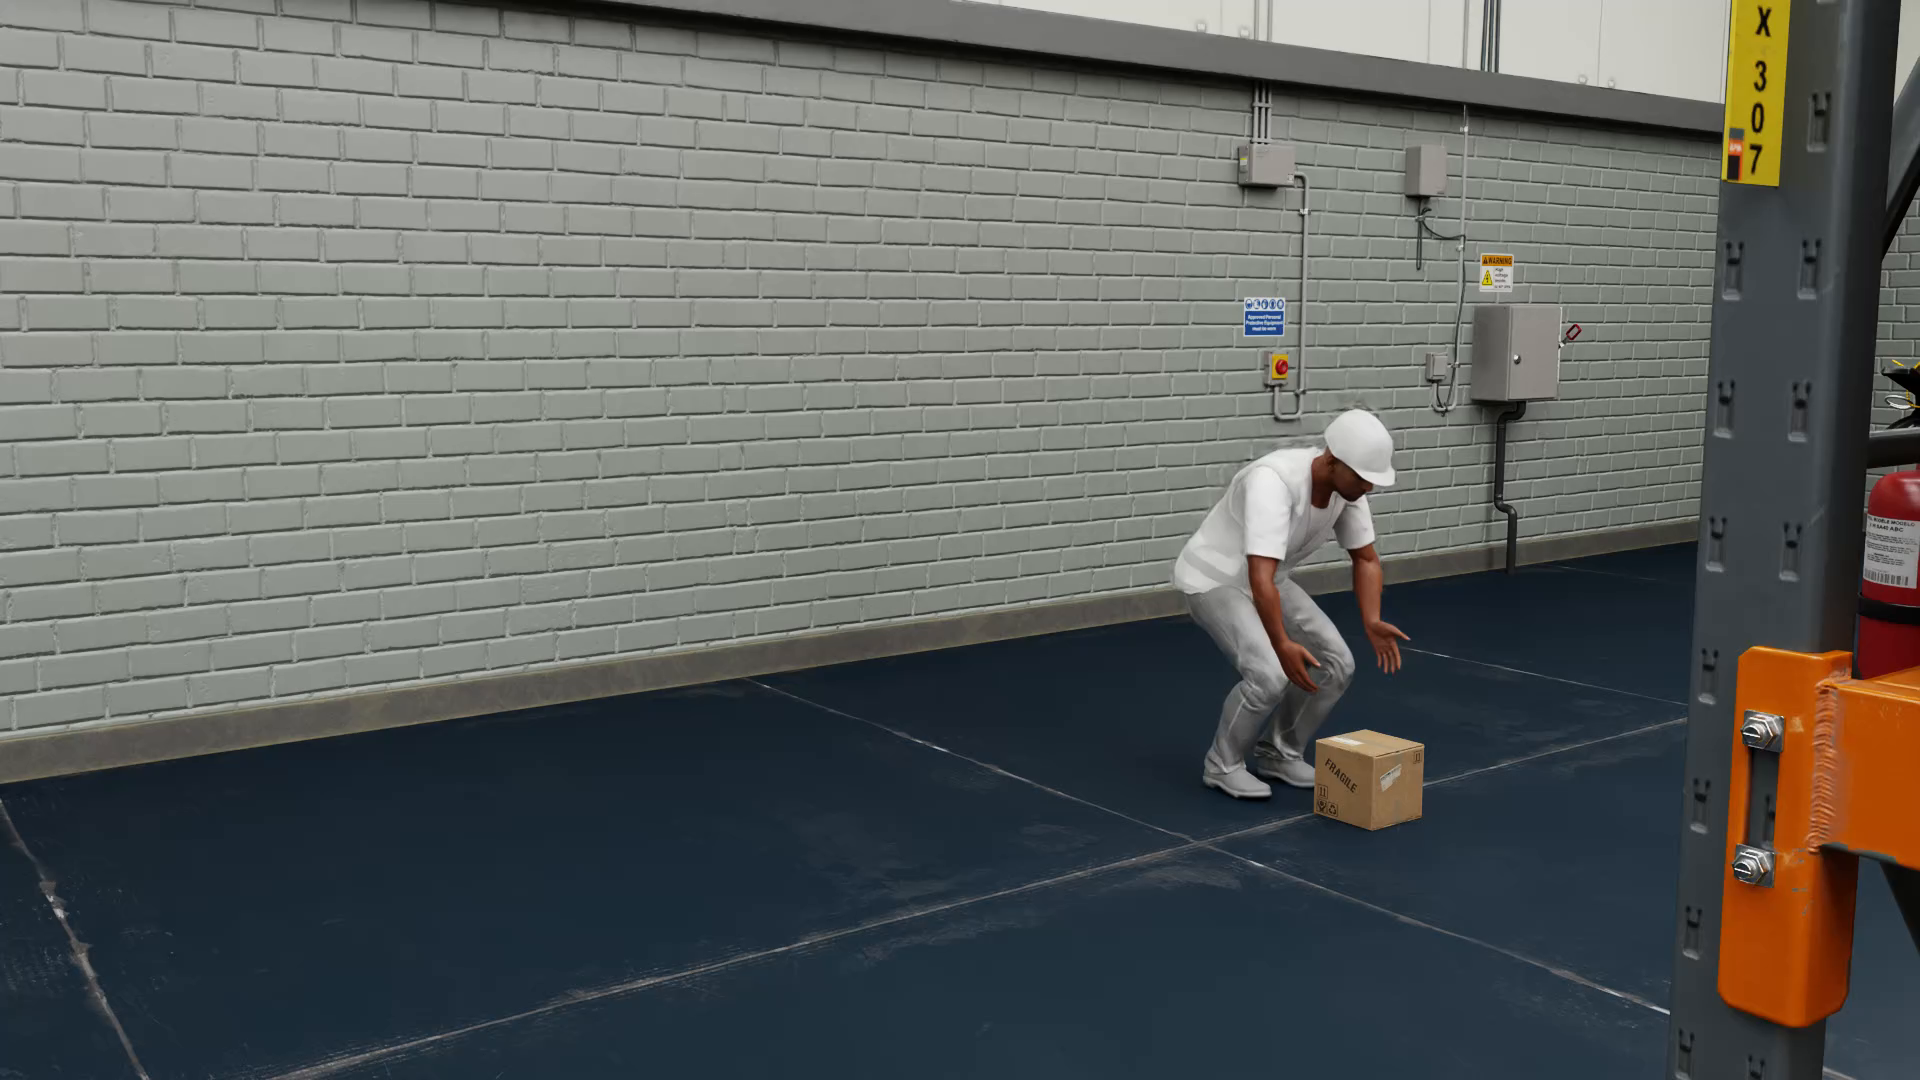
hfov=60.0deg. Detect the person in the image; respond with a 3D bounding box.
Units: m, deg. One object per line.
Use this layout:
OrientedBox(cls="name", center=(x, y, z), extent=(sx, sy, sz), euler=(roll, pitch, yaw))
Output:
OrientedBox(cls="person", center=(1.142, 0.209, 5.763), extent=(0.631, 1.341, 0.792), euler=(-6, 10, -36))
